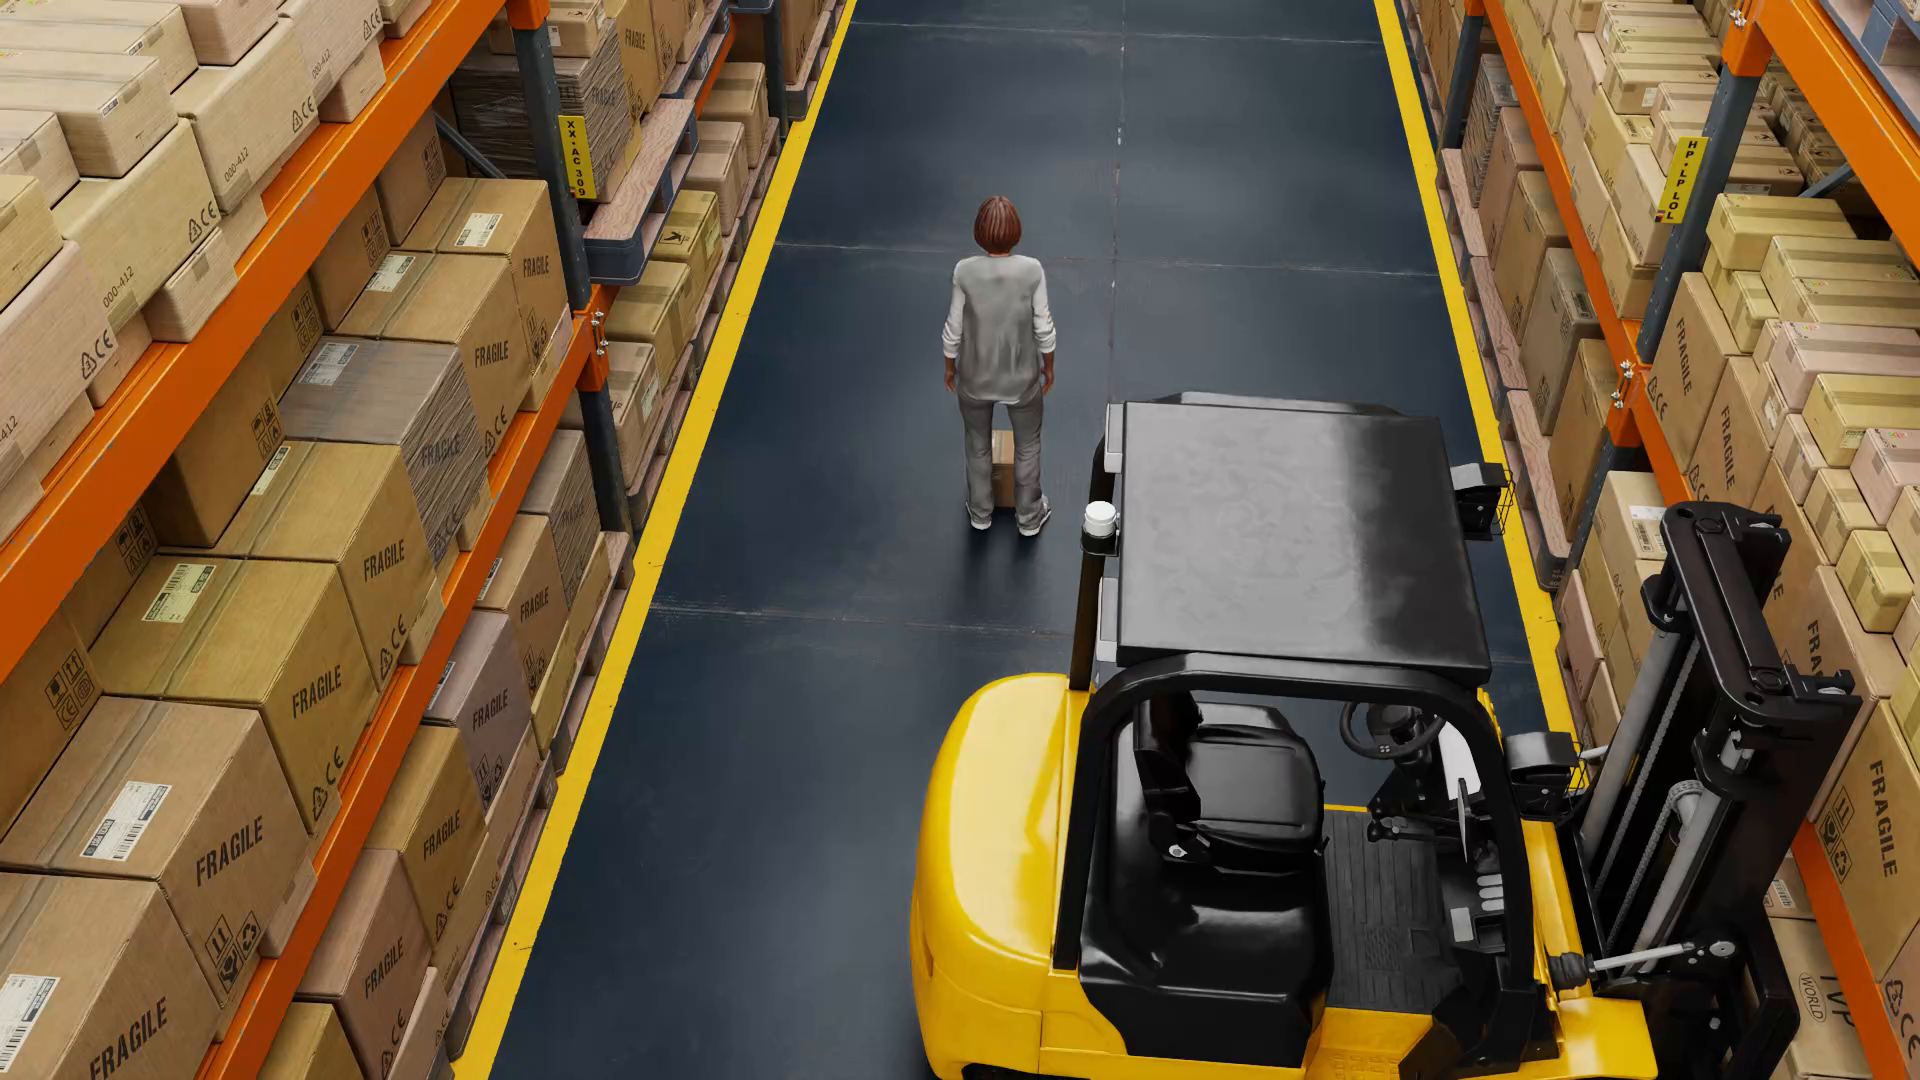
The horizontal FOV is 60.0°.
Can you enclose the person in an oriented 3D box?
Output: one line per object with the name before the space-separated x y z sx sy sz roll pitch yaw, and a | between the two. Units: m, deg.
person | 0.168 -0.690 6.970 0.477 1.593 0.367 2 41 3
